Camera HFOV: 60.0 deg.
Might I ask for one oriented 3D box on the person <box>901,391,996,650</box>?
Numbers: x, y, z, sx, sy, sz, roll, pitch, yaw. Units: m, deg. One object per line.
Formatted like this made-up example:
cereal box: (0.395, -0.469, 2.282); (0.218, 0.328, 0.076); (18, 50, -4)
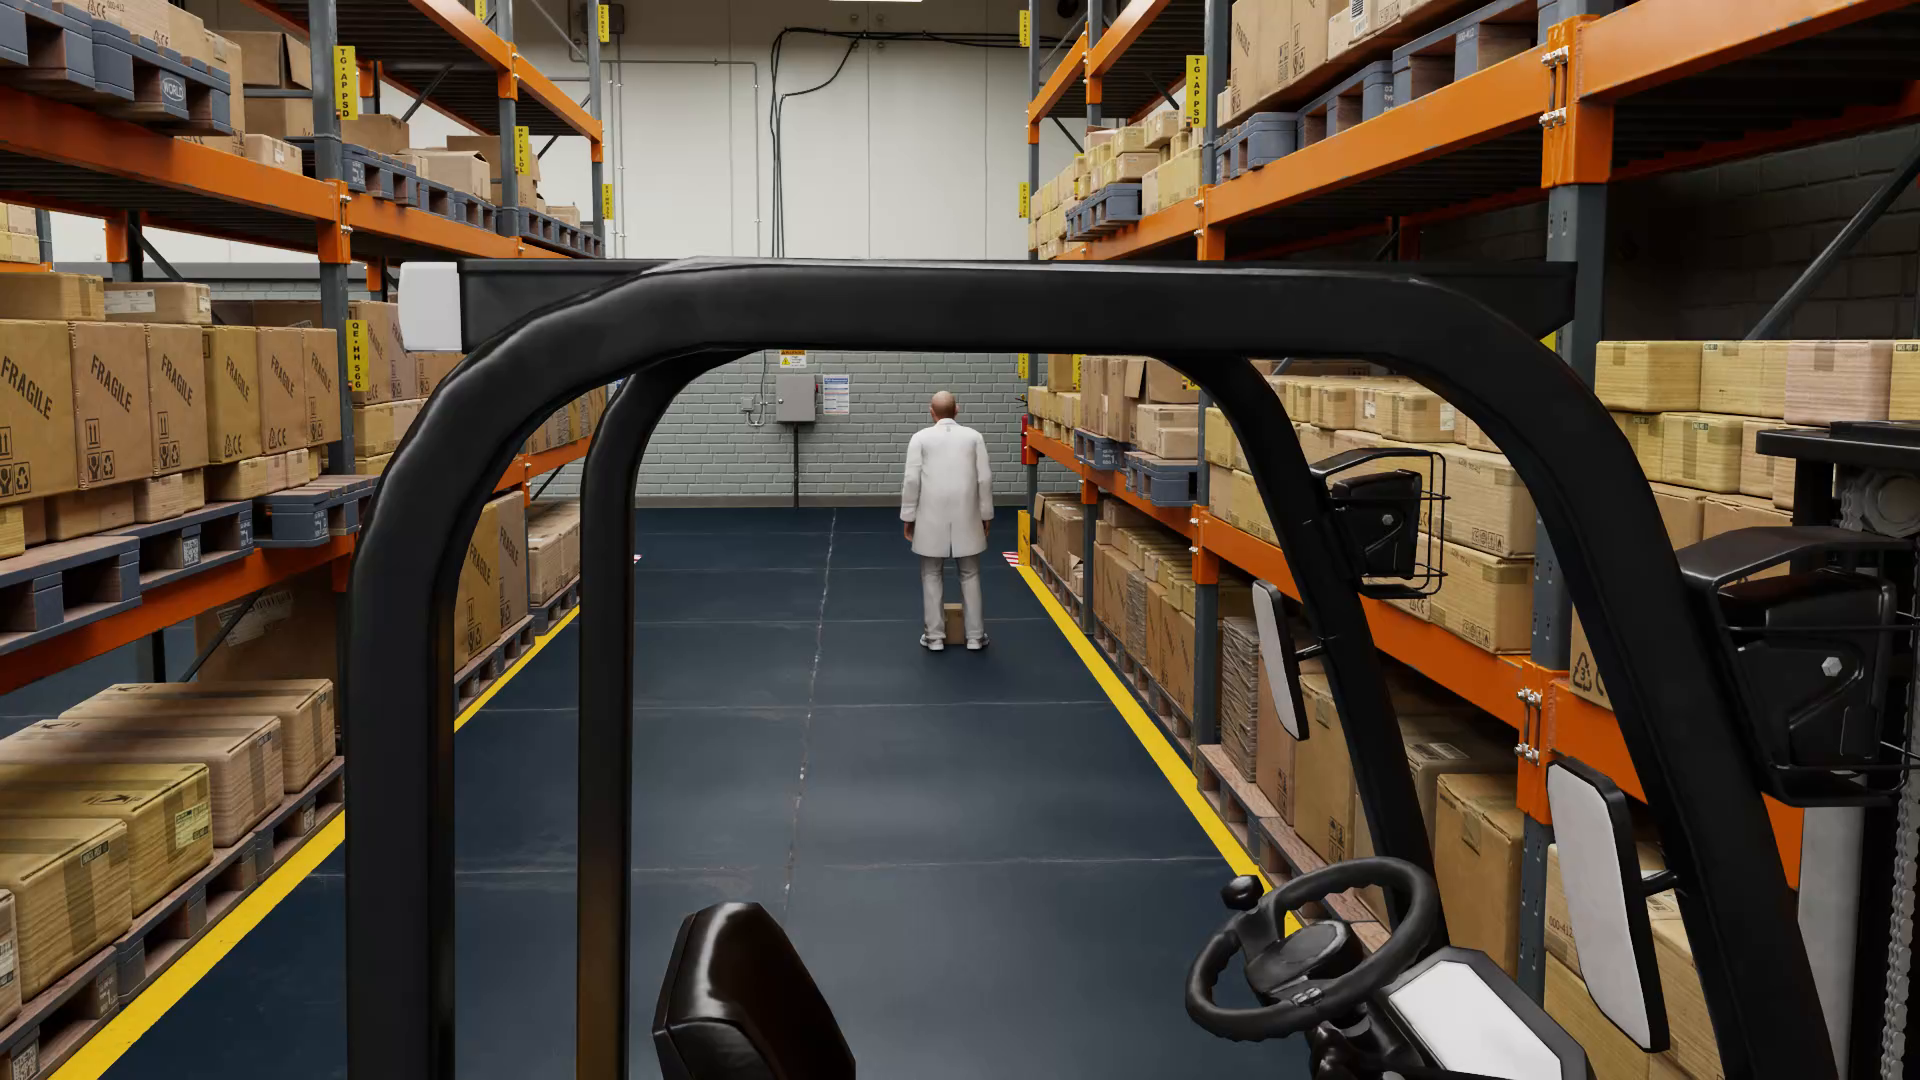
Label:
person: (-0.078, -0.135, 11.450); (0.654, 1.774, 0.415); (-1, 7, -5)
